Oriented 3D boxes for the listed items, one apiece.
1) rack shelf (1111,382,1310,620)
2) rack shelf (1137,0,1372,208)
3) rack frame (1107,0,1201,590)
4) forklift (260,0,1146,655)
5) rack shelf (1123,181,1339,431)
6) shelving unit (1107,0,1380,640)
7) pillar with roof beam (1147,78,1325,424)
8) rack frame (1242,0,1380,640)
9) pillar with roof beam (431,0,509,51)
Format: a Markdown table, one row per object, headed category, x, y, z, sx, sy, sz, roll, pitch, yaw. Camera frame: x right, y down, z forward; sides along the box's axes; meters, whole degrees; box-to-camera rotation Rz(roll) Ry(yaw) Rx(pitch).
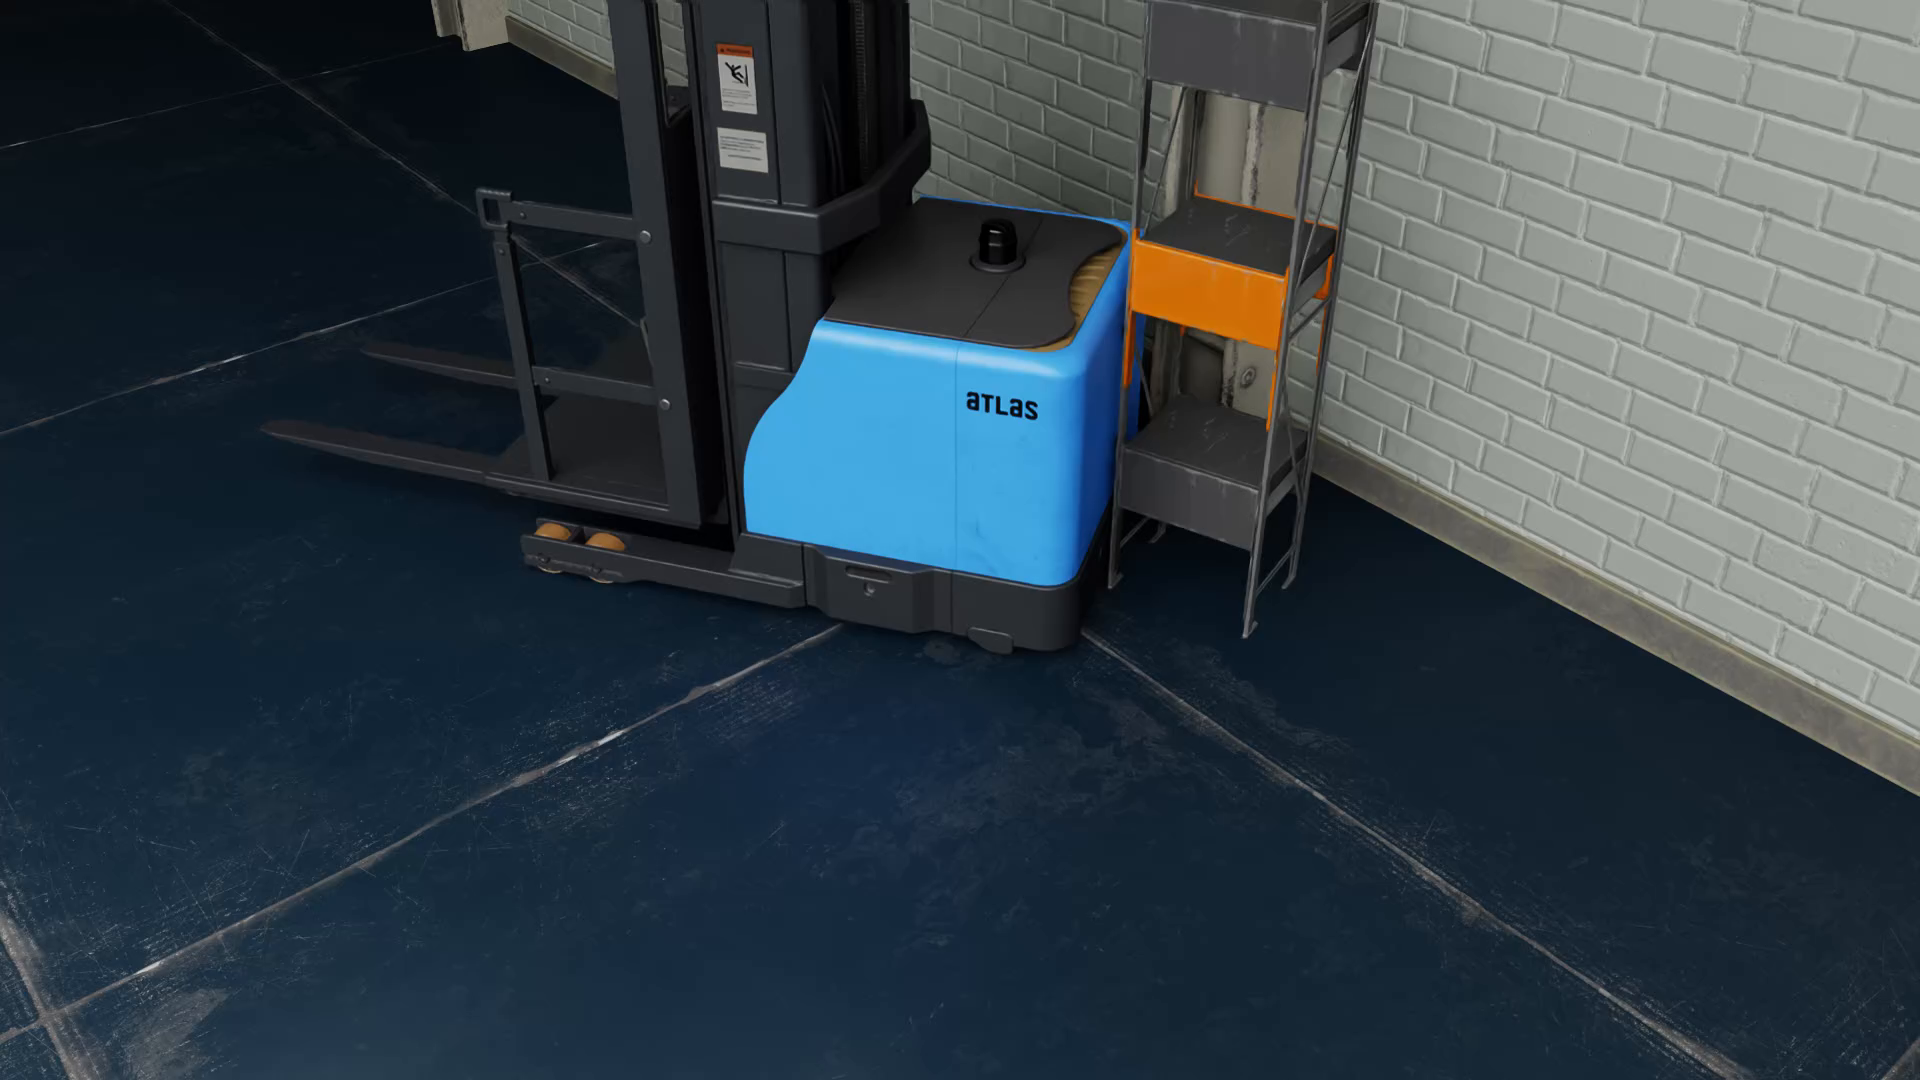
| category | x | y | z | sx | sy | sz | roll | pitch | yaw |
| --- | --- | --- | --- | --- | --- | --- | --- | --- | --- |
| rack shelf | 0.808 | -0.132 | 5.355 | 0.480 | 0.518 | 0.431 | 20 | 40 | 26 |
| rack shelf | 0.808 | -1.275 | 4.546 | 0.480 | 0.518 | 0.431 | 20 | 40 | 26 |
| rack frame | 0.602 | -0.790 | 5.049 | 0.015 | 2.100 | 0.400 | 20 | 40 | 26 |
| forklift | -0.951 | -1.330 | 5.092 | 3.031 | 2.935 | 1.130 | 10 | 37 | 14 |
| rack shelf | 0.808 | -0.704 | 4.950 | 0.480 | 0.518 | 0.431 | 20 | 40 | 26 |
| shelving unit | 0.808 | -0.715 | 4.942 | 0.503 | 2.100 | 0.431 | 20 | 40 | 26 |
| pillar with roof beam | -2.340 | -2.448 | 1.421 | 9.100 | 9.000 | 0.400 | -26 | 43 | -32 |
| rack frame | 1.015 | -0.639 | 4.836 | 0.015 | 2.100 | 0.400 | 20 | 40 | 26 |
| pillar with roof beam | -6.212 | -5.097 | 5.161 | 9.100 | 9.000 | 0.400 | -26 | 43 | -32 |
